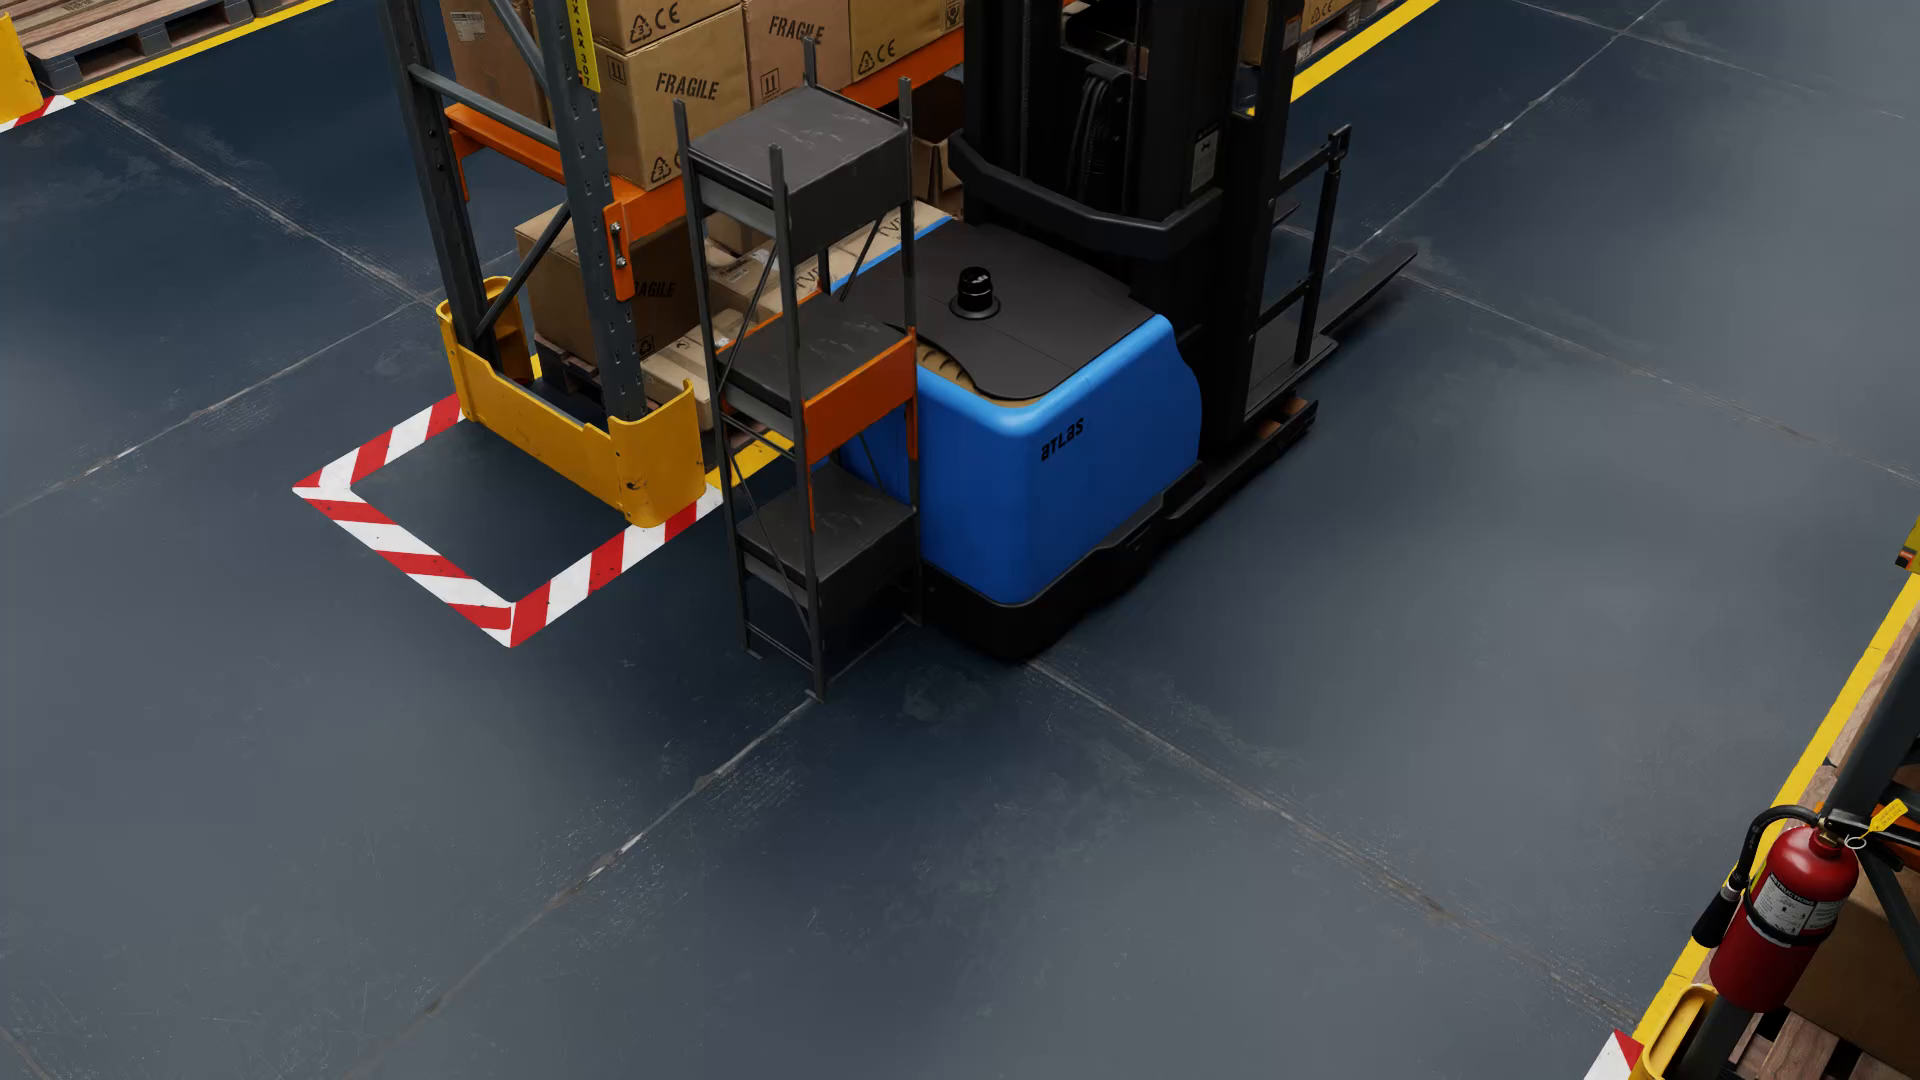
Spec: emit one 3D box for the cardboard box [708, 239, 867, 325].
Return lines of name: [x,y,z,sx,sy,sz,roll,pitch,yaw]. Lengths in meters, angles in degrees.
cardboard box: [-0.676,-0.998,6.835,0.500,0.250,0.500,29,50,28]

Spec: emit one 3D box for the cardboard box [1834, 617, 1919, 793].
cardboard box: [2.549,0.327,3.438,0.980,0.700,0.700,32,51,30]

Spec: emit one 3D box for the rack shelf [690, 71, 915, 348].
rack shelf: [-0.448,-0.938,4.701,0.431,0.518,0.480,30,50,29]

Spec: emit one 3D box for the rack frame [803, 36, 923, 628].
rack frame: [-0.287,-0.554,5.299,0.400,2.100,0.015,30,50,29]

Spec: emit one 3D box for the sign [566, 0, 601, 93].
sign: [-1.150,-1.523,5.052,0.100,0.325,0.005,29,50,28]

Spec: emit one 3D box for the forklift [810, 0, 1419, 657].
forklift: [0.783,-1.599,5.830,1.130,2.935,3.031,30,50,29]

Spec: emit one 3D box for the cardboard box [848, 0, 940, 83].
cardboard box: [-0.424,-2.114,6.271,0.500,0.500,0.500,29,50,28]

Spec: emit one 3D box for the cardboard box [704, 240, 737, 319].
cardboard box: [-1.074,-1.109,7.019,0.380,0.166,0.250,29,50,28]

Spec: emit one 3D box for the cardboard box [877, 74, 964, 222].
cardboard box: [-0.196,-1.767,7.492,0.797,0.503,0.637,29,50,28]

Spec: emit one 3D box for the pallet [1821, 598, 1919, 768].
pallet: [3.469,0.666,5.361,1.003,0.211,1.213,29,50,28]

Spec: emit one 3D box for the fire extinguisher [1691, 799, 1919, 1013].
fire extinguisher: [1.779,0.749,3.531,0.296,0.674,0.183,29,50,28]

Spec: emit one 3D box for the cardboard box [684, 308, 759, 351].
cardboard box: [-0.872,-0.748,6.622,0.380,0.166,0.250,29,50,28]

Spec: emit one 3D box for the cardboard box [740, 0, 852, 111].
cardboard box: [-0.750,-1.857,5.989,0.500,0.500,0.500,29,50,28]

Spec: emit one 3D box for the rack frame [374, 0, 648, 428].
rack frame: [-1.565,-1.438,5.602,1.000,3.000,0.127,29,50,28]

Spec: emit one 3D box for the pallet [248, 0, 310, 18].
pallet: [-4.008,-3.586,10.037,1.003,0.211,1.213,29,50,28]

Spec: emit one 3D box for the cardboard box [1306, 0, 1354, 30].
cardboard box: [1.842,-3.159,9.025,0.500,0.500,0.500,30,50,29]

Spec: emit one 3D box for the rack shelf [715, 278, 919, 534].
rack shelf: [-0.448,-0.421,5.172,0.431,0.518,0.480,30,50,29]

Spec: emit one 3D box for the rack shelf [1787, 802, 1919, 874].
rack shelf: [3.516,-0.059,4.620,1.077,0.370,4.000,29,50,28]

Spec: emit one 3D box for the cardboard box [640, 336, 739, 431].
cardboard box: [-1.032,-0.613,6.486,0.380,0.149,0.250,29,50,28]

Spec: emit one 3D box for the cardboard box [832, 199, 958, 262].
cardboard box: [-0.354,-1.255,7.118,0.500,0.250,0.500,29,50,28]

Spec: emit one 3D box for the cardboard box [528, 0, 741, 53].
cardboard box: [-1.078,-1.959,5.357,0.500,0.500,0.500,31,51,30]

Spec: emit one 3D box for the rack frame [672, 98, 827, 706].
rack frame: [-0.608,-0.307,5.027,0.400,2.100,0.015,30,50,29]

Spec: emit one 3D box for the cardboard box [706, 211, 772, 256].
cardboard box: [-0.769,-1.446,7.328,0.500,0.250,0.500,29,50,28]

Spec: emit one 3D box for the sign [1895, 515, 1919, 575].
sign: [1.823,-0.053,3.042,0.100,0.325,0.005,29,50,28]

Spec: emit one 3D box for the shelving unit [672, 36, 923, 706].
shelving unit: [-0.448,-0.431,5.163,0.431,2.100,0.503,30,50,29]

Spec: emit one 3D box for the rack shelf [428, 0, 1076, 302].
rack shelf: [-0.278,-2.202,6.976,1.077,0.370,4.000,29,50,28]

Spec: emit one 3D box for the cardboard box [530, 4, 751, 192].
cardboard box: [-1.078,-1.589,5.694,0.500,0.500,0.500,31,50,29]

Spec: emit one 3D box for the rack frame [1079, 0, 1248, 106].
rack frame: [1.009,-3.498,7.867,1.000,3.000,0.127,29,50,28]

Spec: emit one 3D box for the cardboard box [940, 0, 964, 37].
cardboard box: [-0.101,-2.371,6.554,0.500,0.500,0.500,30,50,29]

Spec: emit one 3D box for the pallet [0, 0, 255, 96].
pallet: [-4.793,-2.961,9.349,1.003,0.211,1.213,29,50,28]

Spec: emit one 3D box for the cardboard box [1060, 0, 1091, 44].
cardboard box: [0.574,-2.543,8.489,0.500,0.311,0.500,29,50,28]

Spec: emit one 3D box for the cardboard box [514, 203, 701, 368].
cardboard box: [-1.404,-1.062,6.720,0.500,0.500,0.500,29,50,28]

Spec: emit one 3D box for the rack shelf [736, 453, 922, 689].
rack shelf: [-0.448,0.097,5.643,0.431,0.518,0.480,30,50,29]

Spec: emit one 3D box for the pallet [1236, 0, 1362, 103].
pallet: [1.504,-2.901,9.284,1.003,0.211,1.213,29,50,28]

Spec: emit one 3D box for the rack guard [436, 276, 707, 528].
rack guard: [-1.516,-0.552,6.486,1.175,0.500,0.348,29,50,28]

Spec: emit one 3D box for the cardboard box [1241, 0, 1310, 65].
cardboard box: [1.507,-2.879,8.718,0.500,0.500,0.500,27,49,27]

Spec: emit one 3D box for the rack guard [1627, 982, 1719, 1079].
rack guard: [2.213,1.642,4.072,1.175,0.500,0.348,29,50,28]

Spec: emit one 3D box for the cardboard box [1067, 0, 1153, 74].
cardboard box: [0.860,-2.319,8.102,0.500,0.500,0.500,29,50,28]

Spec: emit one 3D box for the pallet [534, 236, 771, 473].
pallet: [-1.004,-0.856,7.035,1.003,0.211,1.213,29,50,28]

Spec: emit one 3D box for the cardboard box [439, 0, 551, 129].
cardboard box: [-1.485,-1.823,5.951,0.500,0.500,0.500,31,51,30]

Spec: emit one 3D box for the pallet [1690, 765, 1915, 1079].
pallet: [2.684,1.291,4.673,1.003,0.211,1.213,29,50,28]

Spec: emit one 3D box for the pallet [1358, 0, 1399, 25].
pallet: [2.289,-3.532,9.978,1.003,0.211,1.213,29,50,28]

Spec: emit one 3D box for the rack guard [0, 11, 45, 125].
rack guard: [-5.359,-2.642,8.784,1.175,0.500,0.348,29,50,28]

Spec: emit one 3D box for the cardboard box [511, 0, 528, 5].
cardboard box: [-1.489,-2.193,5.615,0.500,0.500,0.500,29,50,28]

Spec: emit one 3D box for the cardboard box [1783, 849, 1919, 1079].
cardboard box: [2.603,1.071,4.389,0.700,0.500,0.500,29,50,28]
